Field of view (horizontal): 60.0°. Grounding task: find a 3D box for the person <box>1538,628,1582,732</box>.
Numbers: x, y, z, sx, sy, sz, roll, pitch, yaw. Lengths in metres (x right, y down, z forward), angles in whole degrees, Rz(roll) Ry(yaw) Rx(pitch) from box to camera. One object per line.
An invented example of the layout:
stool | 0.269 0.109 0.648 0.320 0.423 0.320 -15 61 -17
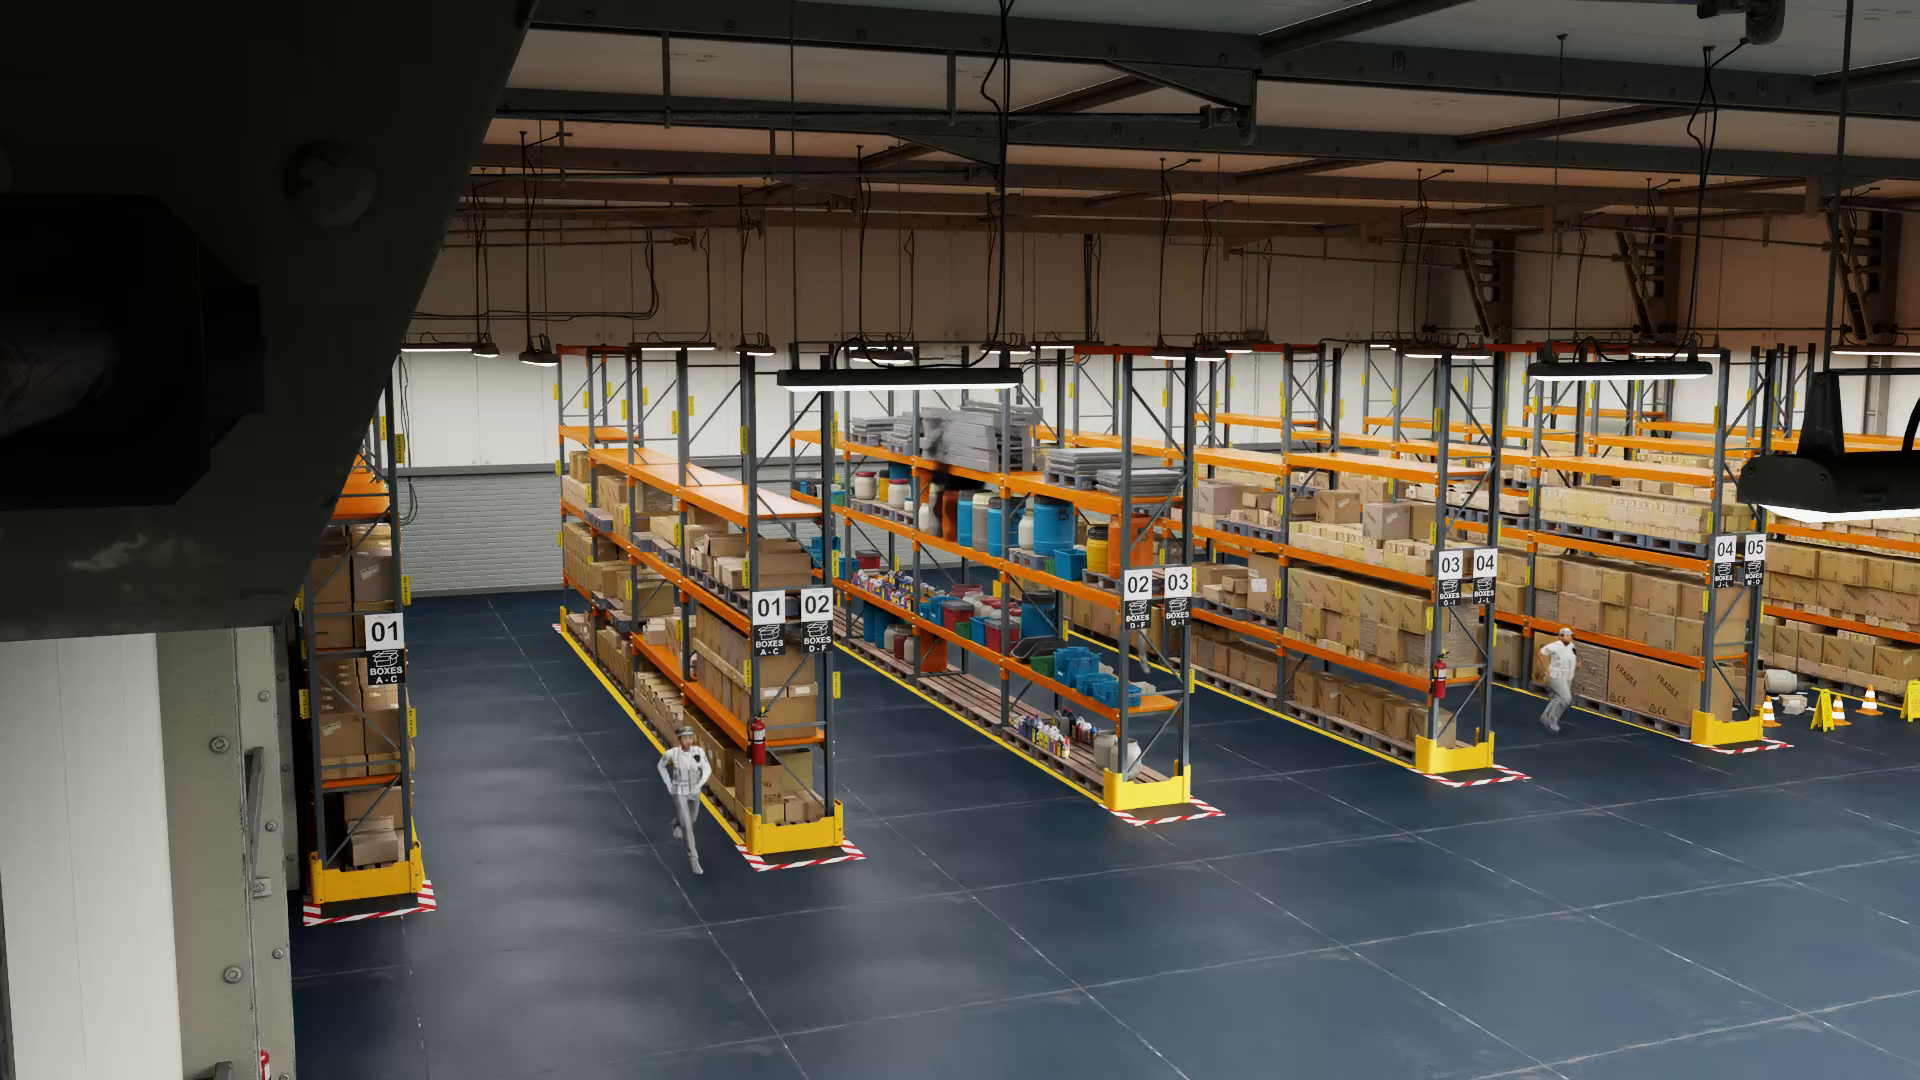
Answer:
person | 9.474 2.196 26.258 0.584 1.642 0.708 -4 8 -30

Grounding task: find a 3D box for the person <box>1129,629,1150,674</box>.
person | 3.121 1.427 29.788 0.694 1.827 0.927 -3 8 -20

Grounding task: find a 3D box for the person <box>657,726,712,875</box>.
person | -3.246 3.018 19.745 0.576 1.711 1.069 -5 9 -32
